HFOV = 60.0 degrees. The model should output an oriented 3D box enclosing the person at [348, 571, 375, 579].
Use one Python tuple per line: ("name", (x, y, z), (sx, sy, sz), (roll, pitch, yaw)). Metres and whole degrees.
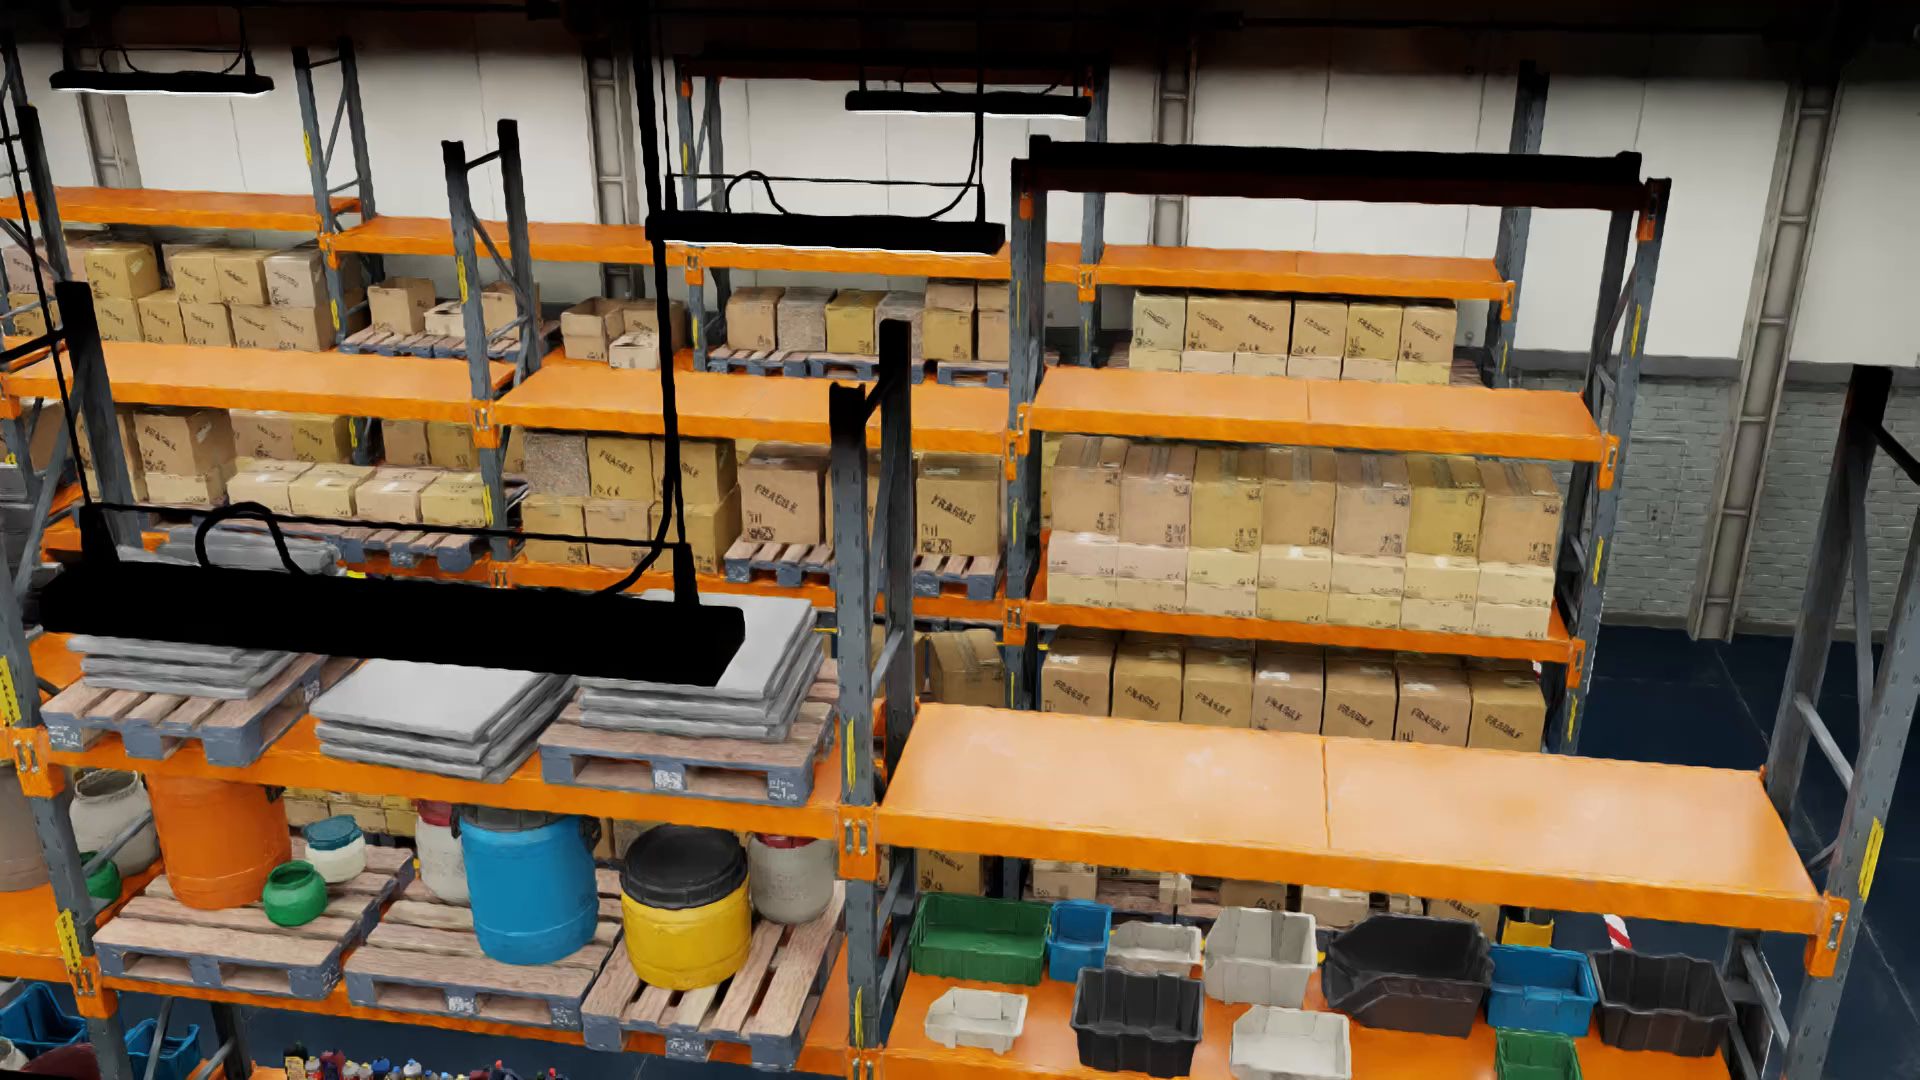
("person", (-5.930, 0.799, 16.301), (0.578, 1.714, 0.719), (3, 23, 7))
